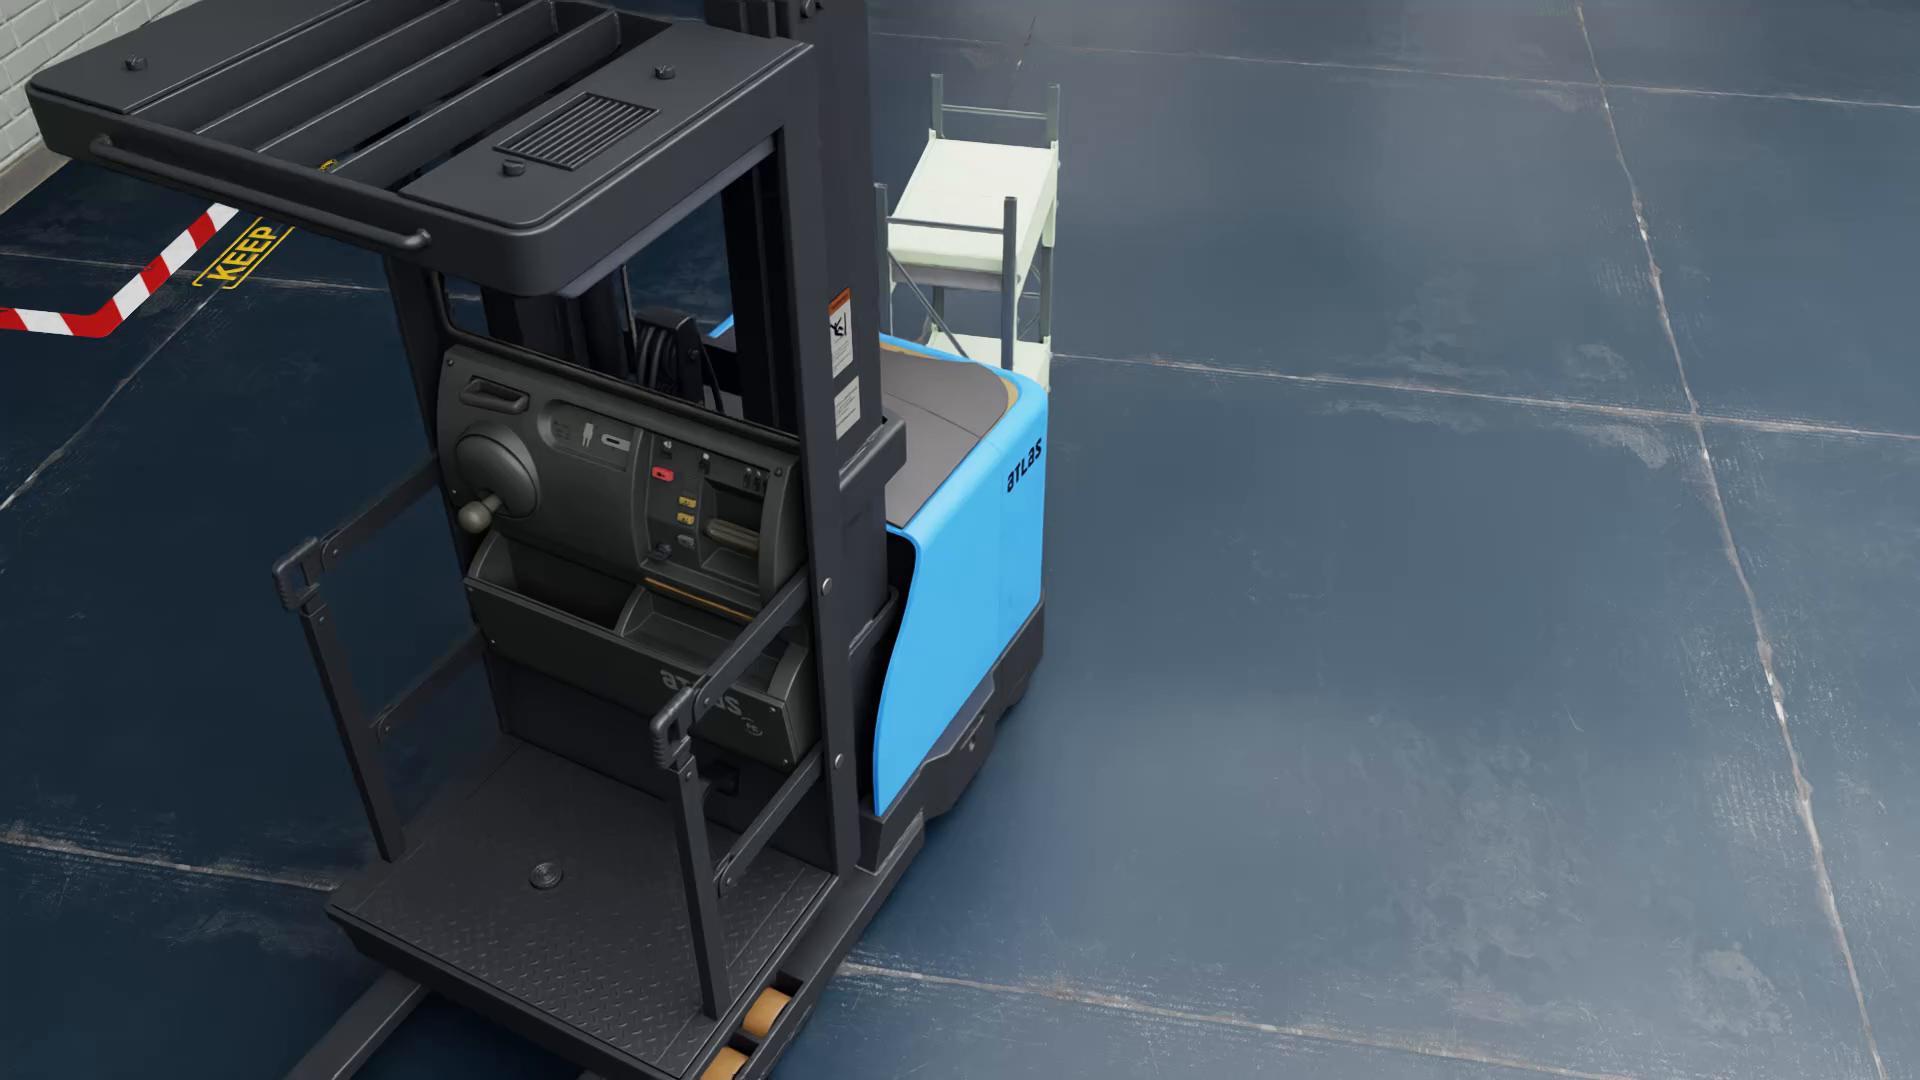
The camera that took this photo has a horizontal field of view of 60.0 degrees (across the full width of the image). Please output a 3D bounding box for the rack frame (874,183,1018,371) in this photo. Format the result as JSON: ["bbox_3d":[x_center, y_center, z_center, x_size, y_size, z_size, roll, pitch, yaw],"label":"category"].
[{"bbox_3d":[-0.041,-0.375,5.026,0.400,1.500,0.023,8,40,9],"label":"rack frame"}]

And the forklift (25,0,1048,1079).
[{"bbox_3d":[-0.875,-0.057,3.519,1.130,2.935,3.031,19,43,21],"label":"forklift"}]

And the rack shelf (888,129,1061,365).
[{"bbox_3d":[0.033,-0.904,5.054,0.431,0.370,0.720,8,40,9],"label":"rack shelf"}]

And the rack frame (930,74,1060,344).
[{"bbox_3d":[0.107,-0.832,5.579,0.400,1.500,0.023,8,40,9],"label":"rack frame"}]

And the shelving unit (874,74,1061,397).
[{"bbox_3d":[0.033,-0.603,5.302,0.431,1.500,0.755,8,40,9],"label":"shelving unit"}]

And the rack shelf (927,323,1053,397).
[{"bbox_3d":[0.033,-0.352,5.510,0.431,0.370,0.720,8,40,9],"label":"rack shelf"}]
